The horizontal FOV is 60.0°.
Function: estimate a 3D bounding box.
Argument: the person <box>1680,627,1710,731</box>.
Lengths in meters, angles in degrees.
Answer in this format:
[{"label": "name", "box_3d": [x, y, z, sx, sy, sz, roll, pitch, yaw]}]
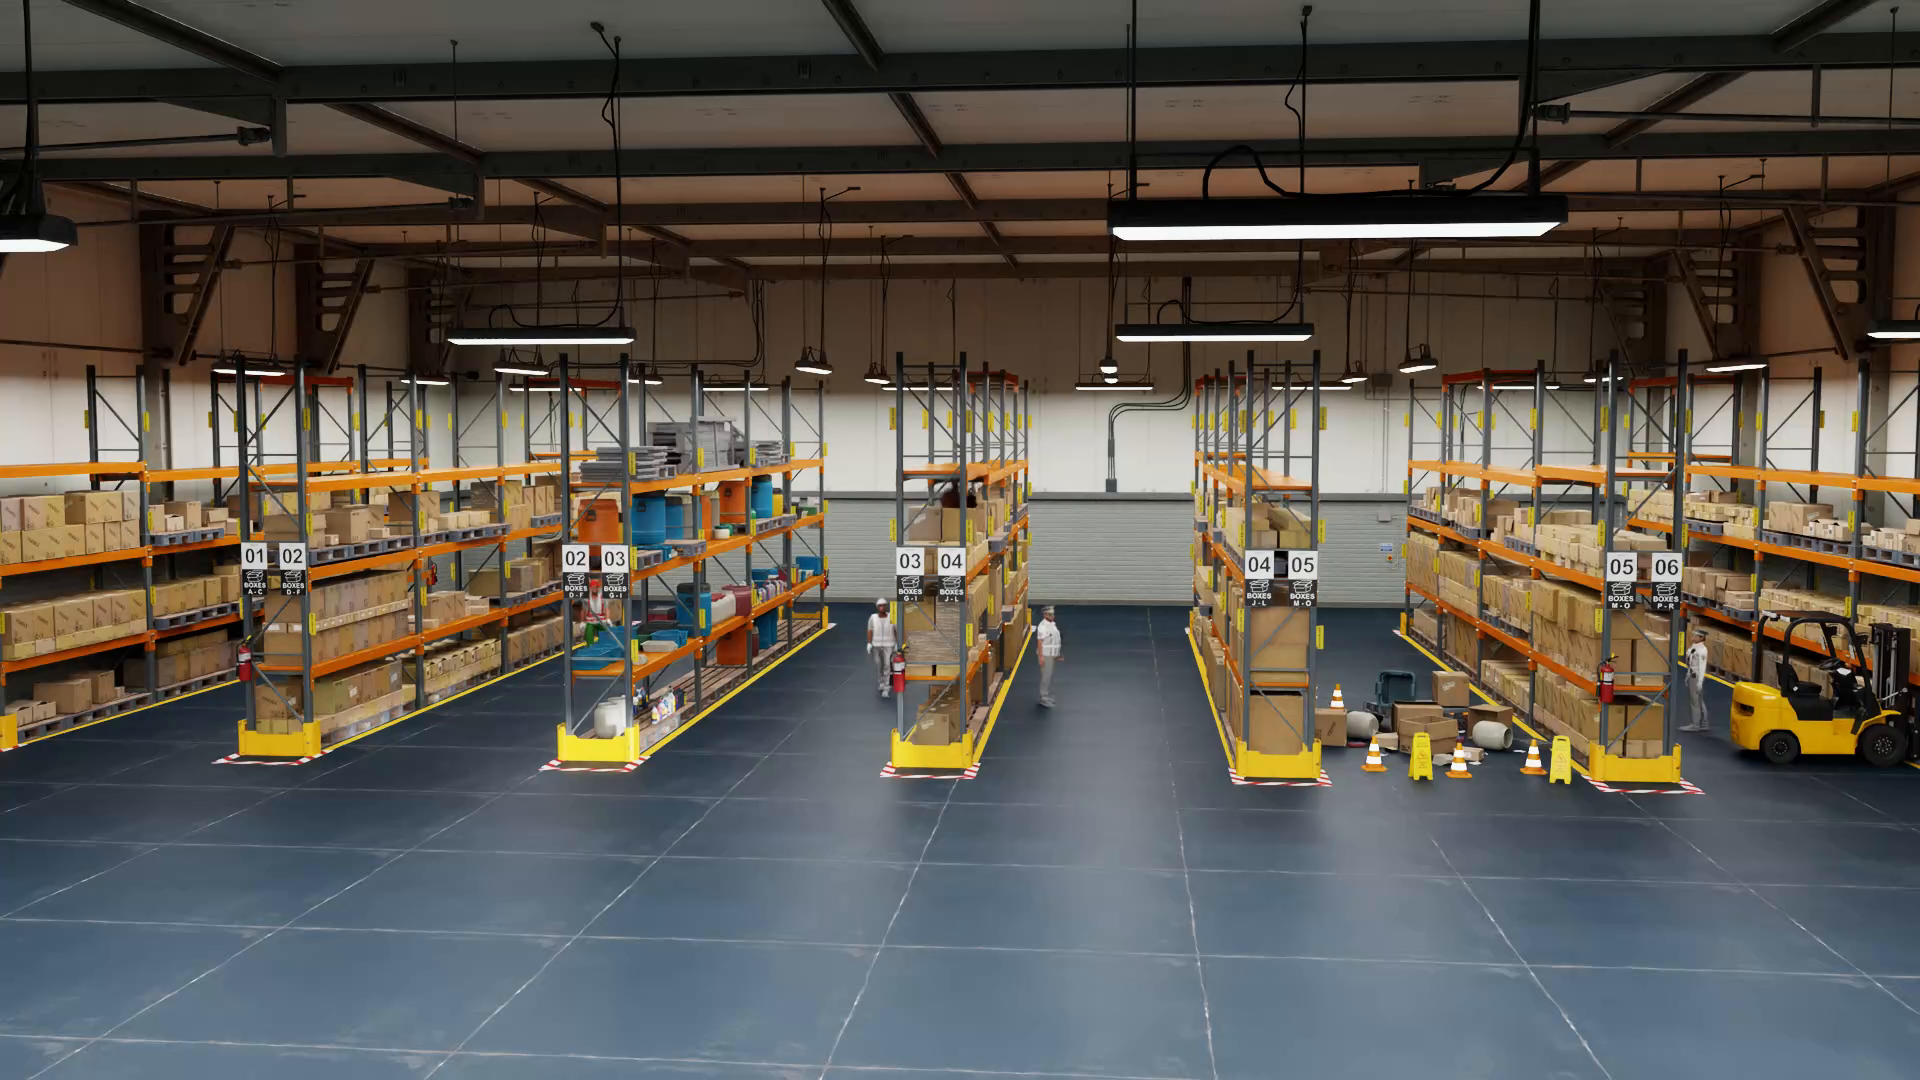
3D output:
[{"label": "person", "box_3d": [11.944, 2.250, 26.970, 0.410, 1.694, 0.513, 2, 5, 30]}]

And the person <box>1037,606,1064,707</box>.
[{"label": "person", "box_3d": [1.571, 2.047, 29.387, 0.424, 1.799, 0.601, 2, 4, 22]}]

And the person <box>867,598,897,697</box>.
[{"label": "person", "box_3d": [-1.416, 1.948, 30.498, 0.582, 1.741, 0.992, 0, 4, 5]}]

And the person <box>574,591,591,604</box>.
[{"label": "person", "box_3d": [-9.749, 1.098, 43.131, 0.586, 1.664, 0.482, 3, 5, 39]}]

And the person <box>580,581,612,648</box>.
[{"label": "person", "box_3d": [-7.460, 1.700, 34.070, 0.667, 1.730, 1.048, 0, 4, -5]}]
